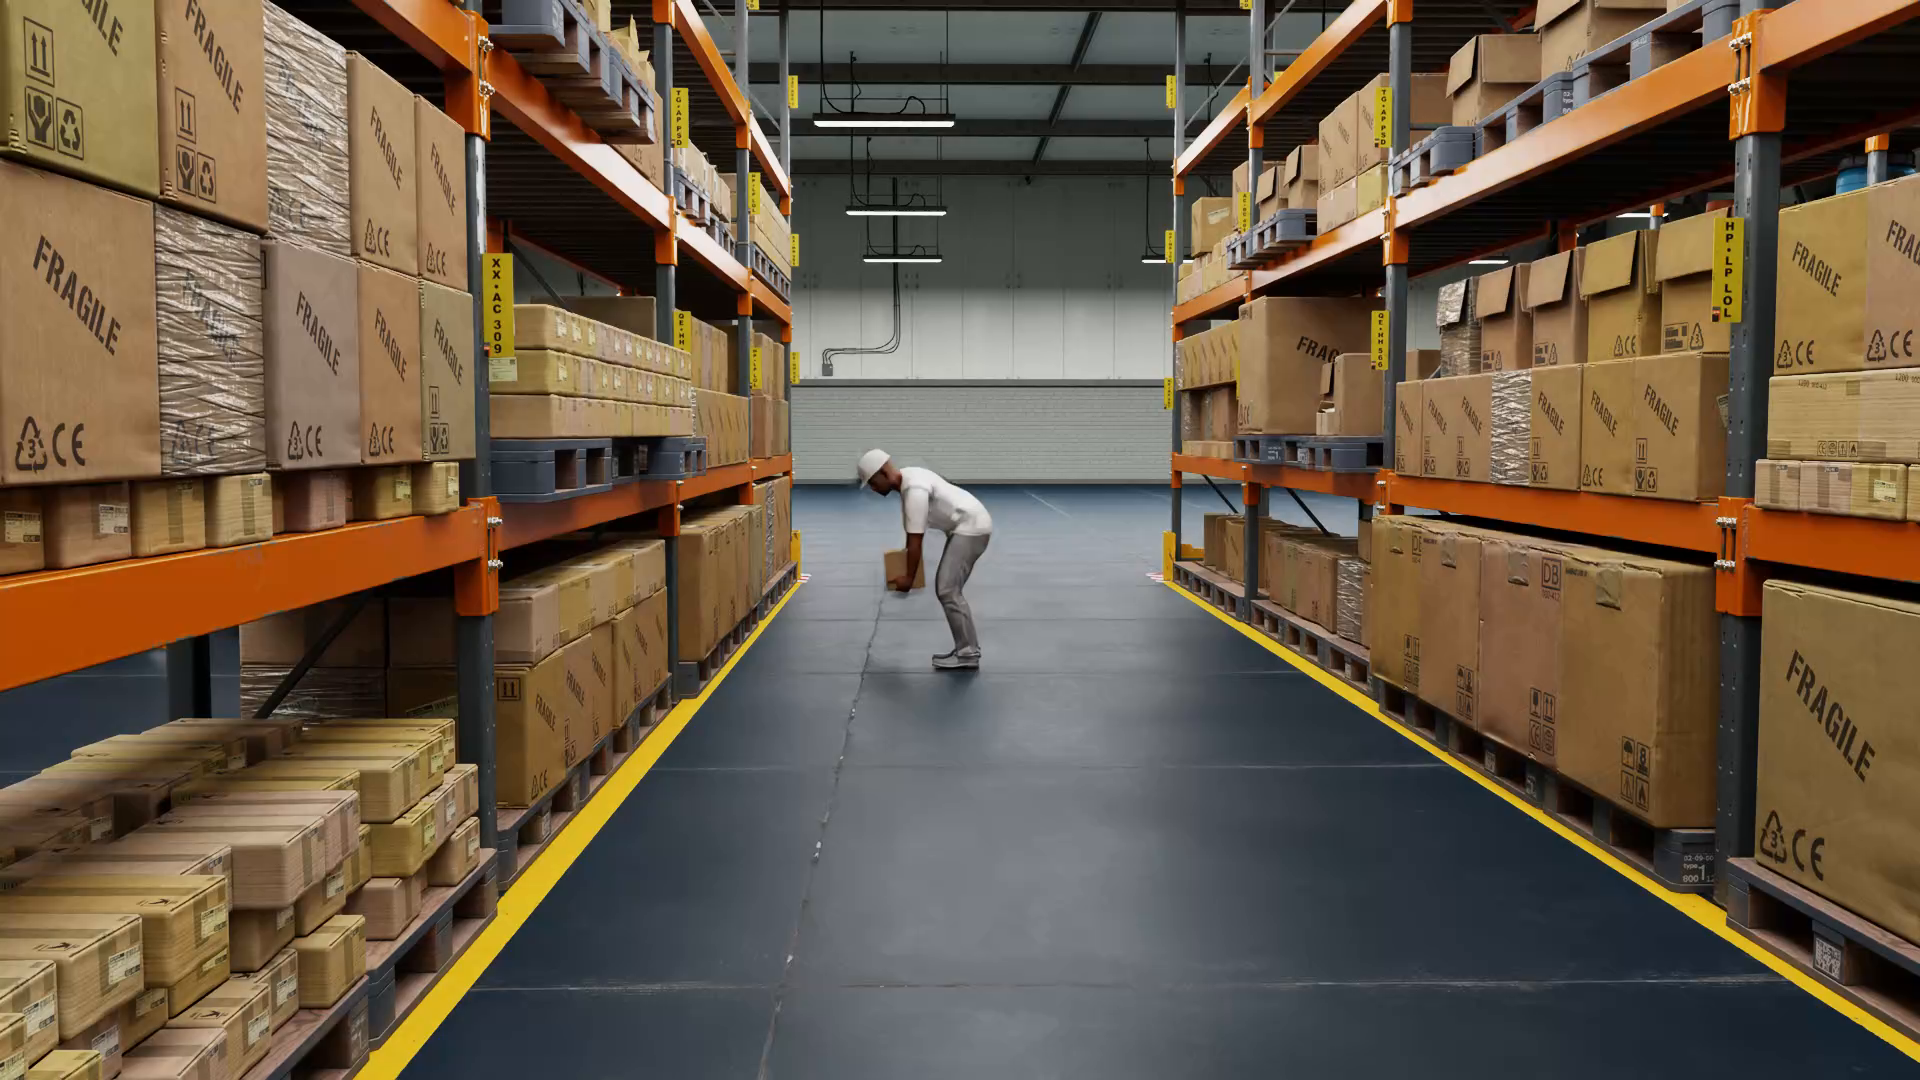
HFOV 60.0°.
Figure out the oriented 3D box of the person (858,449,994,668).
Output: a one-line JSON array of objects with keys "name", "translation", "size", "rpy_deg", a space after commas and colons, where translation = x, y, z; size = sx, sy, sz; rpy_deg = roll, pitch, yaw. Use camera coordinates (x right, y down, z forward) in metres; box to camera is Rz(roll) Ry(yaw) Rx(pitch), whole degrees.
[{"name": "person", "translation": [-0.222, 0.117, 10.896], "size": [0.886, 1.420, 0.475], "rpy_deg": [0, 4, -3]}]
